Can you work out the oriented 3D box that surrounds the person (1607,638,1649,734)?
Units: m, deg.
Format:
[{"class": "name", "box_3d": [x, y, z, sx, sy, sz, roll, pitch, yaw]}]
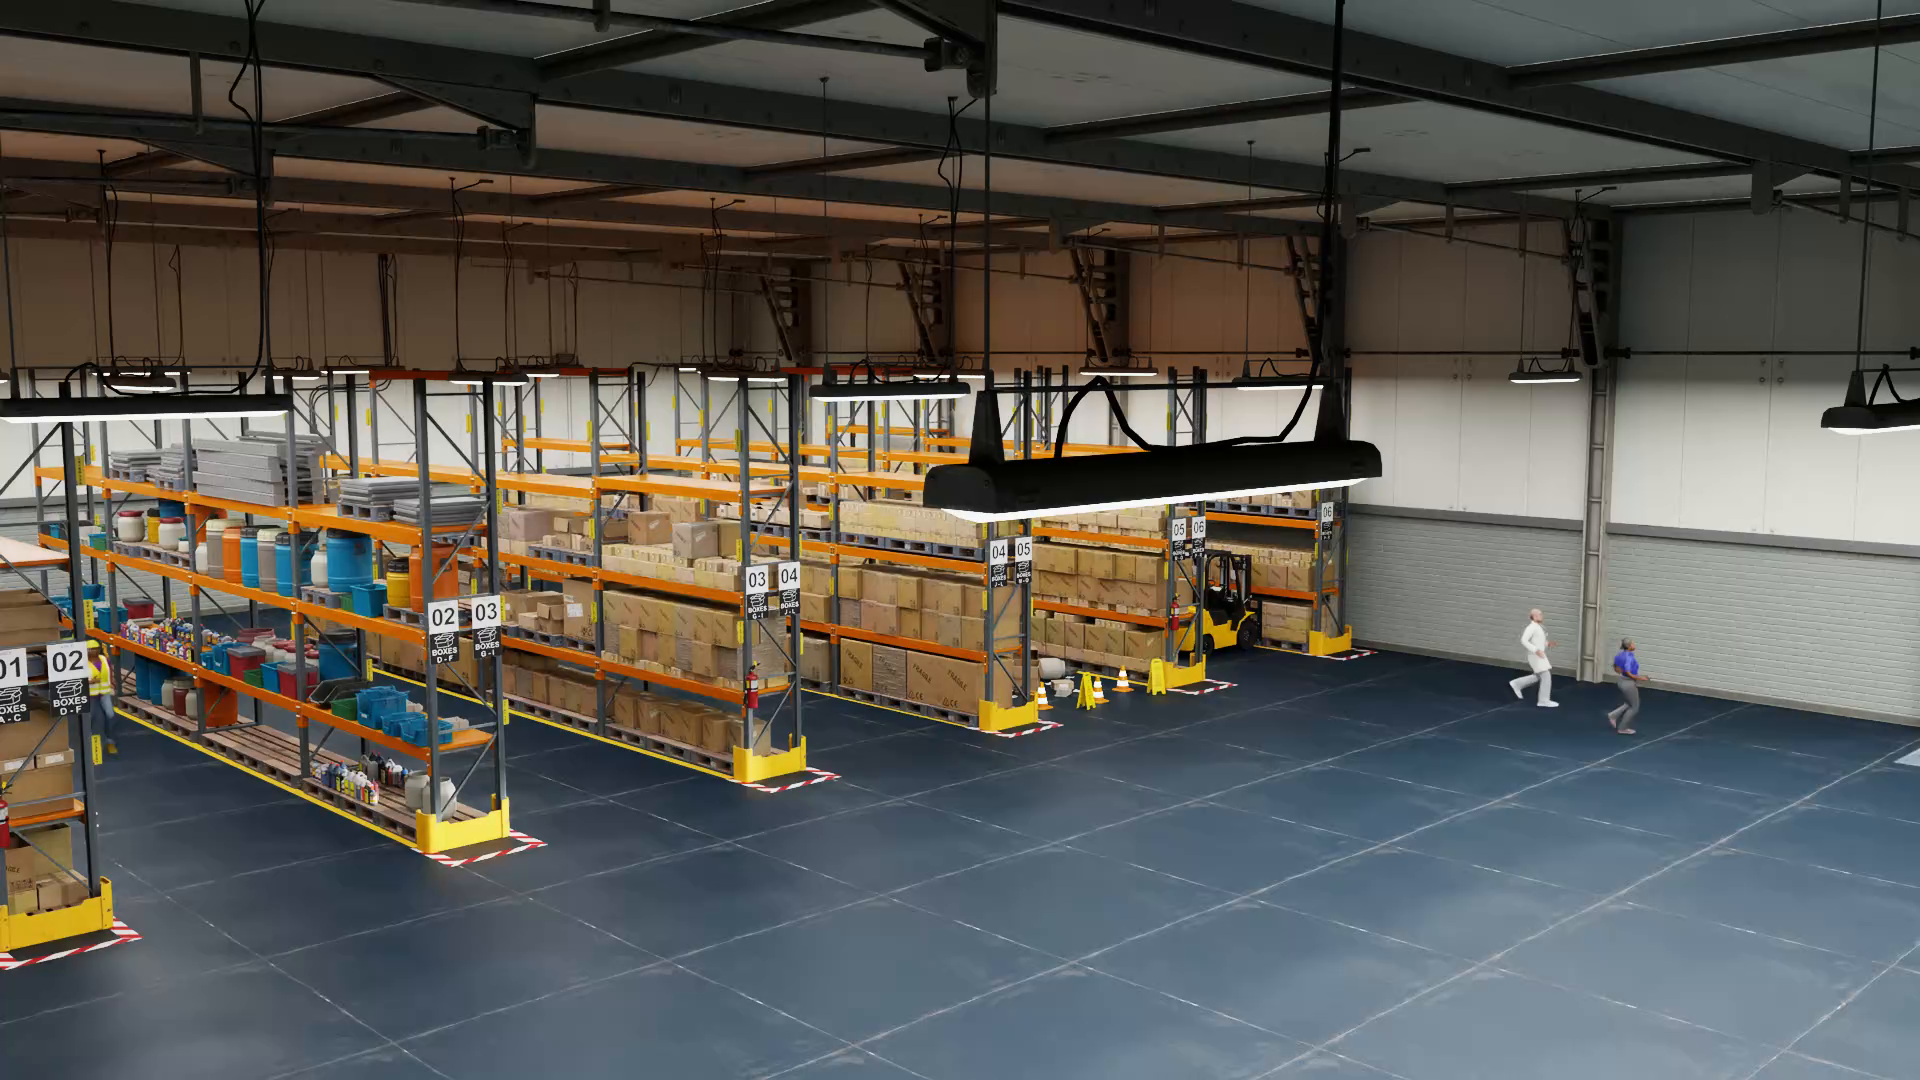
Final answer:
[{"class": "person", "box_3d": [11.100, 2.419, 27.604, 0.575, 1.606, 0.571, 1, 6, 5]}]

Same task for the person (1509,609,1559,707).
[{"class": "person", "box_3d": [10.301, 2.105, 29.792, 0.896, 1.745, 0.720, 4, 7, 30]}]

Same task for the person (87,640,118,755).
[{"class": "person", "box_3d": [-13.675, 2.481, 26.318, 0.796, 1.828, 0.674, 6, 9, 43]}]
